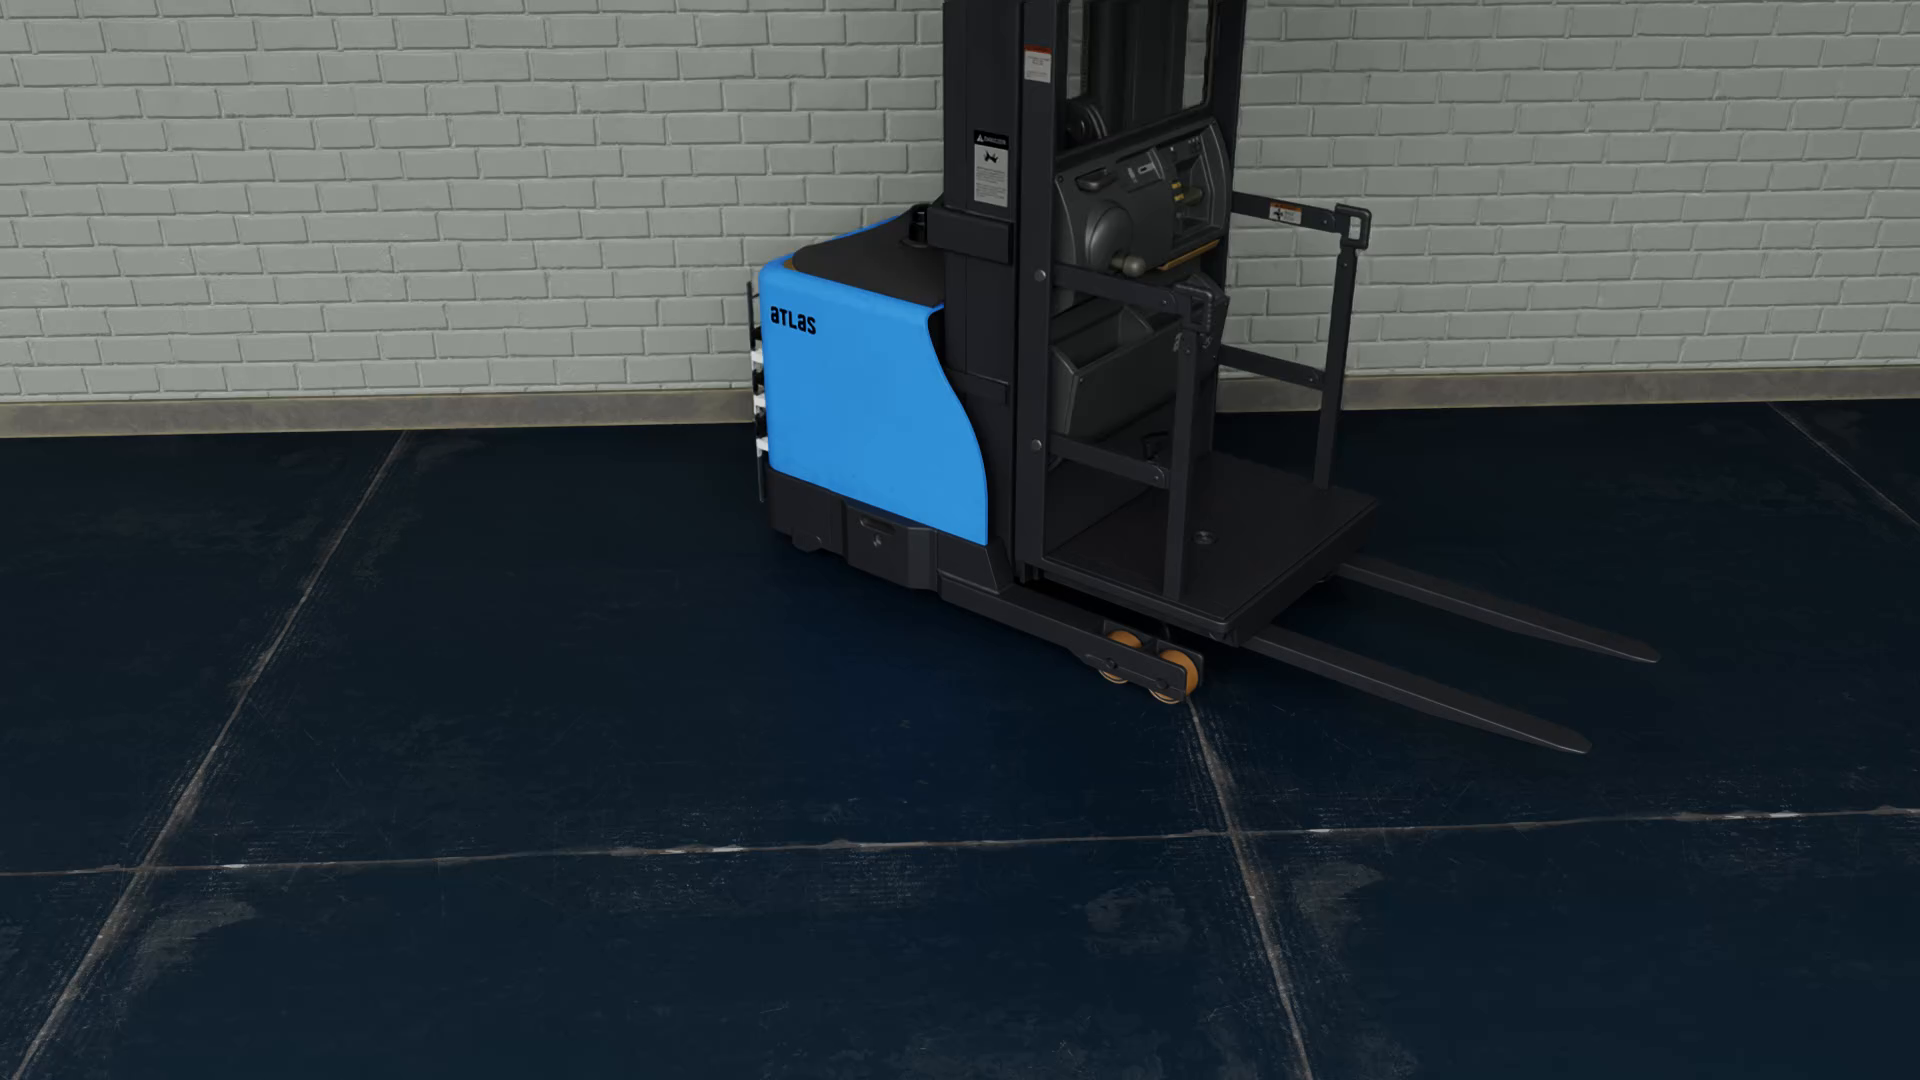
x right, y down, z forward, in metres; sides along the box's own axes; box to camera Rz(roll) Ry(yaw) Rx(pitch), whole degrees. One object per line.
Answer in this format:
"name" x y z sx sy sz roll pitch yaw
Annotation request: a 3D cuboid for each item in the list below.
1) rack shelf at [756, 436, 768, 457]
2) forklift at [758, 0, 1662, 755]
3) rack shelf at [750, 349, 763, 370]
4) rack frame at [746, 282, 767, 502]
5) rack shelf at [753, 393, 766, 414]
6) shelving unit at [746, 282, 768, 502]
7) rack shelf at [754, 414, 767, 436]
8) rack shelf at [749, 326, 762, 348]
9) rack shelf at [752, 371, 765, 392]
"rack shelf" -0.630 -0.372 6.452 0.200 0.077 0.258 20 33 33
"forklift" 0.754 -1.060 5.113 3.031 2.935 1.130 20 33 33
"rack shelf" -0.630 -0.691 6.285 0.200 0.077 0.258 20 33 33
"rack frame" -0.710 -0.590 6.409 0.006 0.900 0.240 20 33 33
"rack shelf" -0.630 -0.532 6.369 0.200 0.077 0.258 20 33 33
"shelving unit" -0.630 -0.561 6.353 0.210 0.900 0.258 20 33 33
"rack shelf" -0.630 -0.452 6.410 0.200 0.077 0.258 20 33 33
"rack shelf" -0.630 -0.771 6.244 0.200 0.077 0.258 20 33 33
"rack shelf" -0.630 -0.612 6.327 0.200 0.077 0.258 20 33 33
